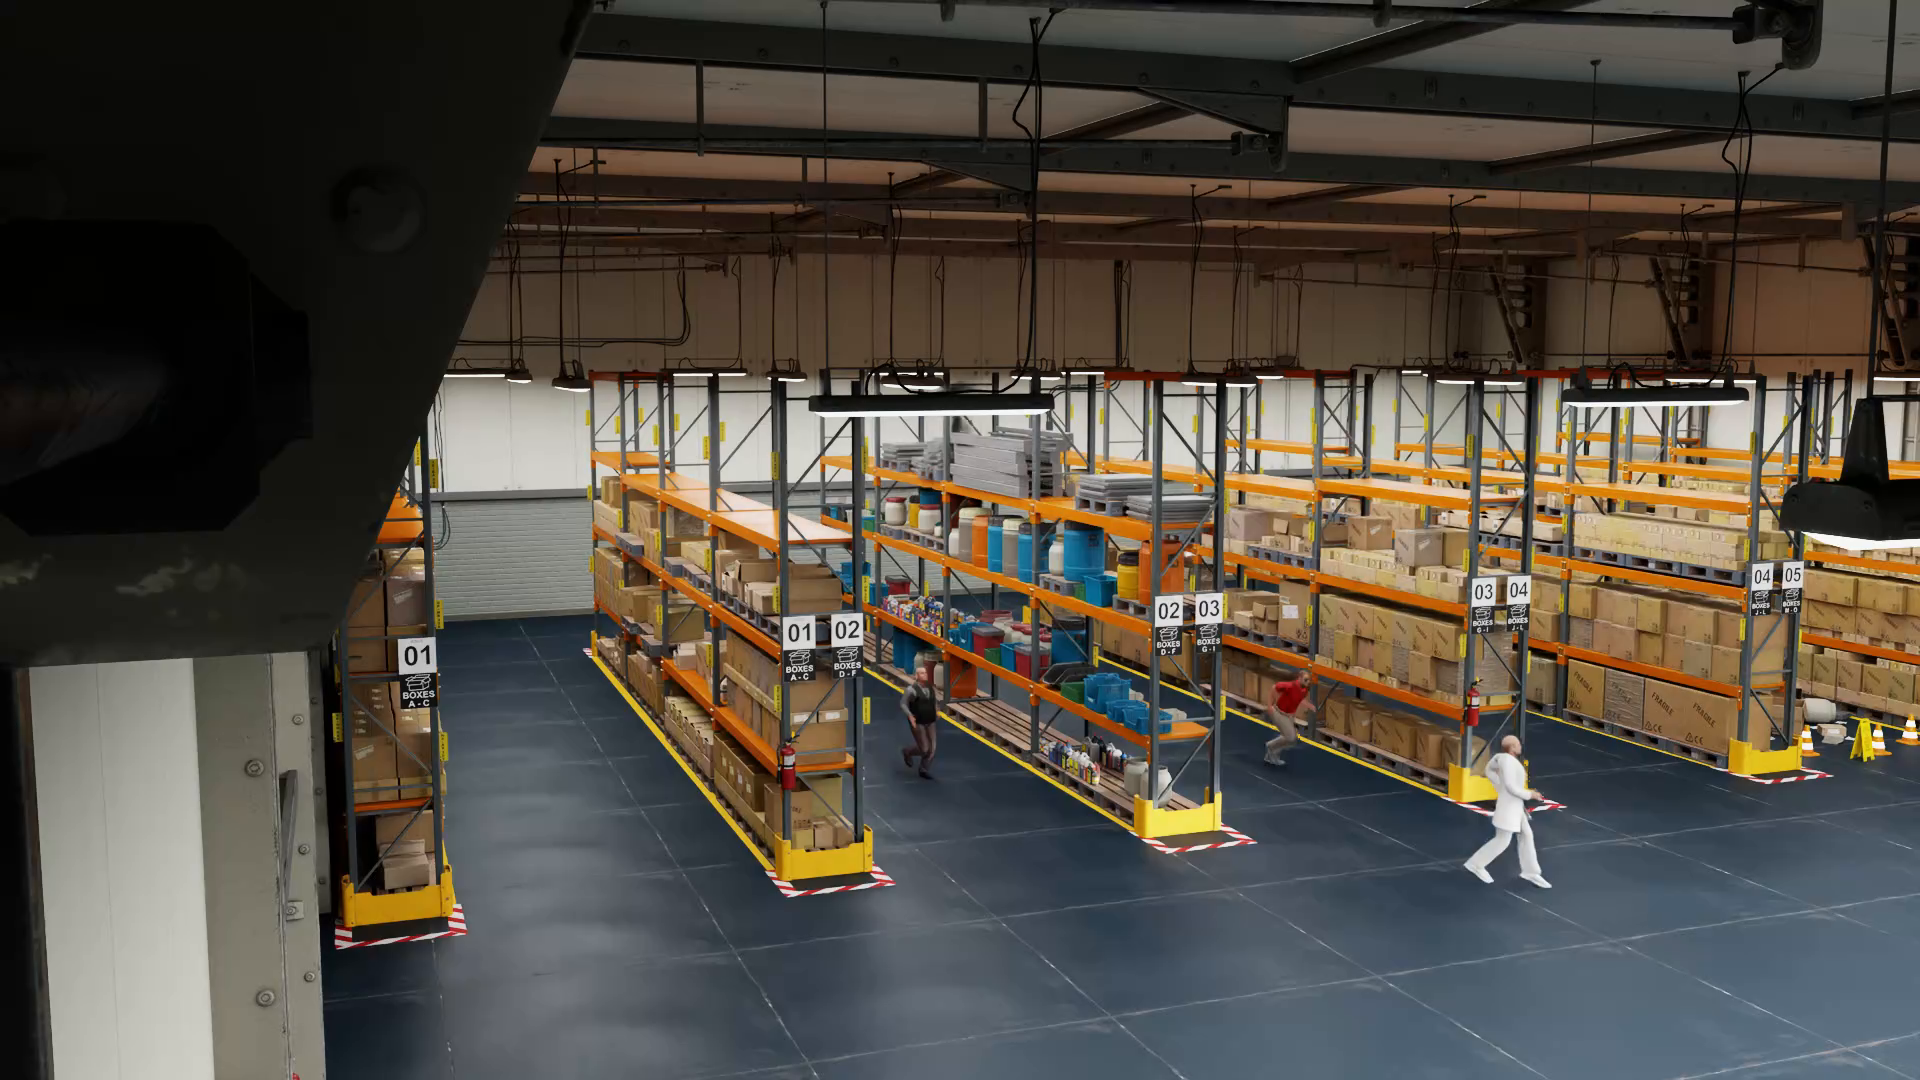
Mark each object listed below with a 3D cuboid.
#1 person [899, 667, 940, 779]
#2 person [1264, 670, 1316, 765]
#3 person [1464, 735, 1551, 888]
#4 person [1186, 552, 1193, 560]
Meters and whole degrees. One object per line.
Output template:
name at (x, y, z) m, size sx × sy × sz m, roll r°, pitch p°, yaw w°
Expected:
person at (-0.584, 2.729, 24.903) m, size 0.659 × 1.677 × 0.589 m, roll -5°, pitch 8°, yaw -38°
person at (4.987, 2.772, 25.466) m, size 0.695 × 1.458 × 0.807 m, roll -6°, pitch 9°, yaw -44°
person at (6.571, 3.234, 19.884) m, size 1.004 × 1.809 × 0.750 m, roll 2°, pitch 7°, yaw 15°
person at (5.347, 1.140, 38.939) m, size 0.681 × 1.736 × 0.619 m, roll -1°, pitch 6°, yaw -8°
